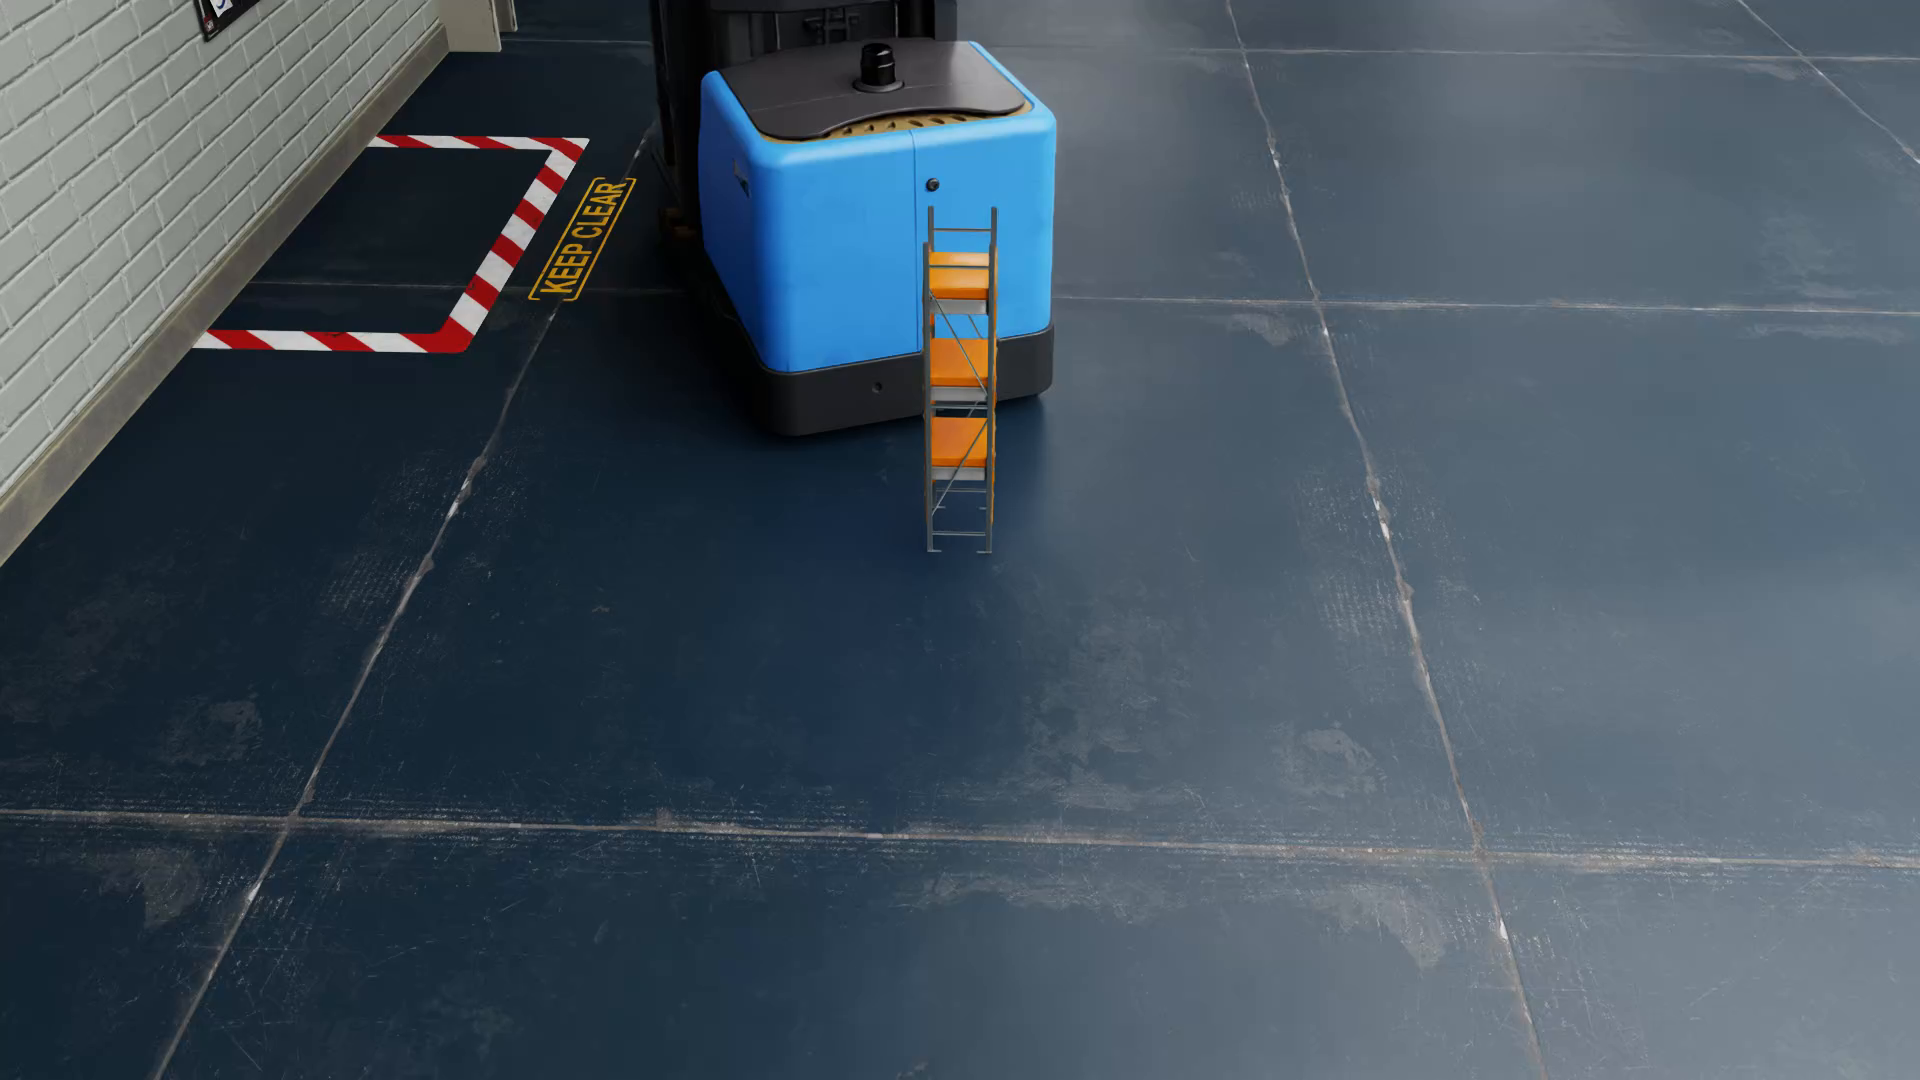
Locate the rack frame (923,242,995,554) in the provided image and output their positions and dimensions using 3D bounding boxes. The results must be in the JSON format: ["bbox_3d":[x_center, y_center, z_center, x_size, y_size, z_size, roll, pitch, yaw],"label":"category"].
[{"bbox_3d":[-0.003,-0.390,4.892,0.200,1.050,0.008,1,35,2],"label":"rack frame"}]

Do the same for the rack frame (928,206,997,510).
[{"bbox_3d":[0.007,-0.530,5.092,0.200,1.050,0.008,1,35,2],"label":"rack frame"}]

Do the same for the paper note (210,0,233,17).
[{"bbox_3d":[-2.859,-2.111,6.412,0.016,0.148,0.142,1,35,2],"label":"paper note"}]

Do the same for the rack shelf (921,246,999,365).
[{"bbox_3d":[0.002,-0.684,4.835,0.215,0.259,0.240,1,35,2],"label":"rack shelf"}]

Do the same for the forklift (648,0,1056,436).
[{"bbox_3d":[-0.632,-2.394,6.108,1.130,2.935,3.031,-11,37,-15],"label":"forklift"}]

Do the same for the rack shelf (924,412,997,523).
[{"bbox_3d":[0.002,-0.224,5.158,0.215,0.259,0.240,1,35,2],"label":"rack shelf"}]

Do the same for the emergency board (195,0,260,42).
[{"bbox_3d":[-2.801,-2.567,6.294,0.157,1.169,0.626,1,35,2],"label":"emergency board"}]

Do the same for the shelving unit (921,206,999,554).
[{"bbox_3d":[0.002,-0.460,4.992,0.215,1.050,0.252,1,35,2],"label":"shelving unit"}]

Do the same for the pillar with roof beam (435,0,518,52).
[{"bbox_3d":[1.656,-6.346,6.453,9.100,9.000,0.400,1,35,2],"label":"pillar with roof beam"}]

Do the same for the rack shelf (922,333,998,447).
[{"bbox_3d":[0.002,-0.452,4.998,0.215,0.259,0.240,1,35,2],"label":"rack shelf"}]
